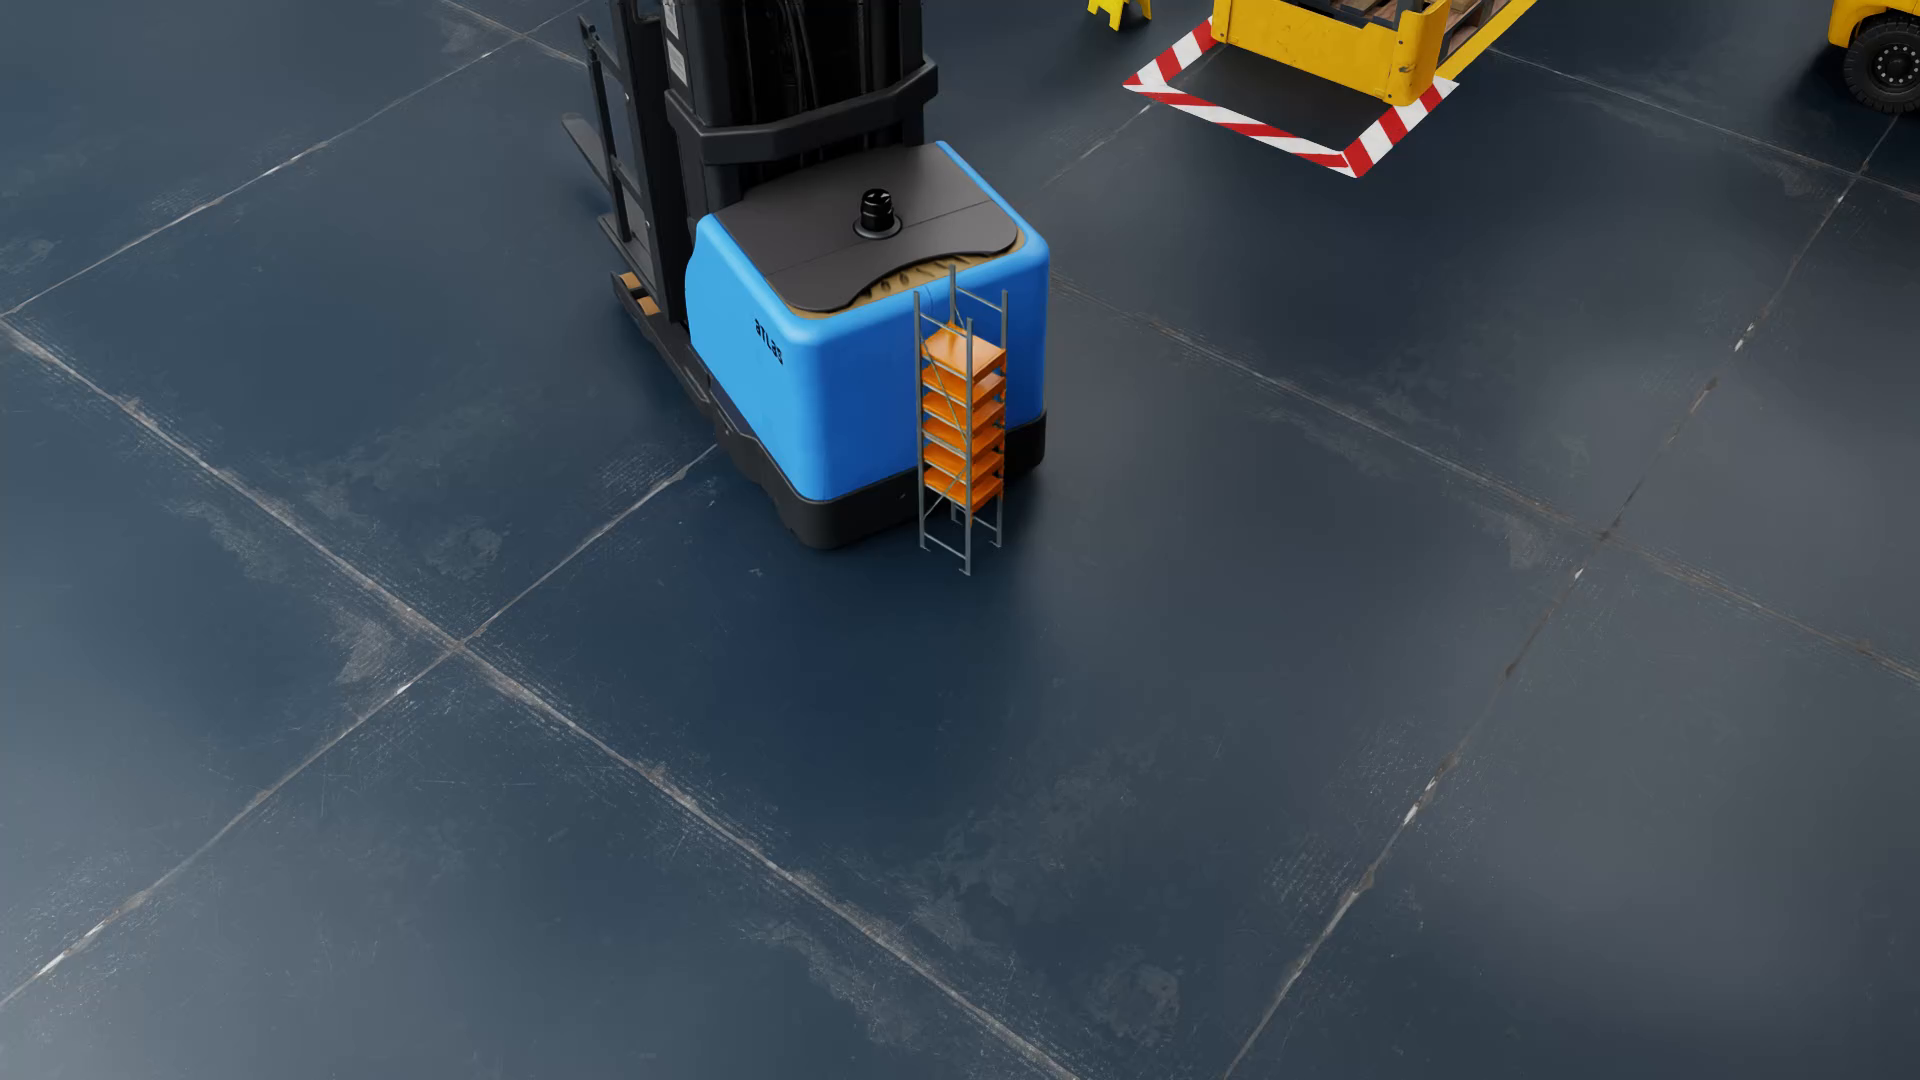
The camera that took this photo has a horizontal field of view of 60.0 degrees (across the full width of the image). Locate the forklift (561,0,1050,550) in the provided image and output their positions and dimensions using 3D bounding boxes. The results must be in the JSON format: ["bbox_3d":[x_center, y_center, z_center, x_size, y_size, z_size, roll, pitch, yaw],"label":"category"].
[{"bbox_3d":[-0.840,-2.037,6.169,1.130,2.935,3.031,-23,50,-20],"label":"forklift"}]

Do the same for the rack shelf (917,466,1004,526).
[{"bbox_3d":[0.003,-0.190,5.995,0.258,0.103,0.180,31,54,26],"label":"rack shelf"}]

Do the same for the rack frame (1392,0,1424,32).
[{"bbox_3d":[1.821,-3.499,7.518,1.000,3.000,0.127,29,53,25],"label":"rack frame"}]

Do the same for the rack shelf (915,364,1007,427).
[{"bbox_3d":[0.003,-0.522,5.648,0.258,0.103,0.180,31,54,26],"label":"rack shelf"}]

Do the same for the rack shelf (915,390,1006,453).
[{"bbox_3d":[0.003,-0.439,5.735,0.258,0.103,0.180,31,54,26],"label":"rack shelf"}]

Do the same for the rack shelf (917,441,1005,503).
[{"bbox_3d":[0.003,-0.273,5.908,0.258,0.103,0.180,31,54,26],"label":"rack shelf"}]

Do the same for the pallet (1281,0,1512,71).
[{"bbox_3d":[2.392,-3.028,8.997,1.003,0.211,1.213,29,53,25],"label":"pallet"}]

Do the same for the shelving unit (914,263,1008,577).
[{"bbox_3d":[0.003,-0.387,5.790,0.258,1.200,0.189,31,54,26],"label":"shelving unit"}]

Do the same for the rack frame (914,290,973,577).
[{"bbox_3d":[-0.055,-0.335,5.741,0.240,1.200,0.006,31,54,26],"label":"rack frame"}]

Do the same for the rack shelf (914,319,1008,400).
[{"bbox_3d":[0.003,-0.605,5.561,0.258,0.103,0.180,31,54,26],"label":"rack shelf"}]

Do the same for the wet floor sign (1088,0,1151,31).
[{"bbox_3d":[0.858,-3.050,8.717,0.232,0.644,0.267,-25,51,-22],"label":"wet floor sign"}]

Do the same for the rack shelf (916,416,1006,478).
[{"bbox_3d":[0.003,-0.356,5.822,0.258,0.103,0.180,31,54,26],"label":"rack shelf"}]

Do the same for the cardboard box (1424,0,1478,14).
[{"bbox_3d":[2.533,-3.033,8.684,0.500,0.250,0.500,29,53,25],"label":"cardboard box"}]

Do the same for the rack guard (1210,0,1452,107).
[{"bbox_3d":[1.868,-2.679,8.463,1.175,0.500,0.348,29,53,25],"label":"rack guard"}]

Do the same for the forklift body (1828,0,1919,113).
[{"bbox_3d":[5.467,-2.905,7.537,2.313,2.155,1.214,29,53,25],"label":"forklift body"}]

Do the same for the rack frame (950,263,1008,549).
[{"bbox_3d":[0.061,-0.438,5.838,0.240,1.200,0.006,31,54,26],"label":"rack frame"}]
